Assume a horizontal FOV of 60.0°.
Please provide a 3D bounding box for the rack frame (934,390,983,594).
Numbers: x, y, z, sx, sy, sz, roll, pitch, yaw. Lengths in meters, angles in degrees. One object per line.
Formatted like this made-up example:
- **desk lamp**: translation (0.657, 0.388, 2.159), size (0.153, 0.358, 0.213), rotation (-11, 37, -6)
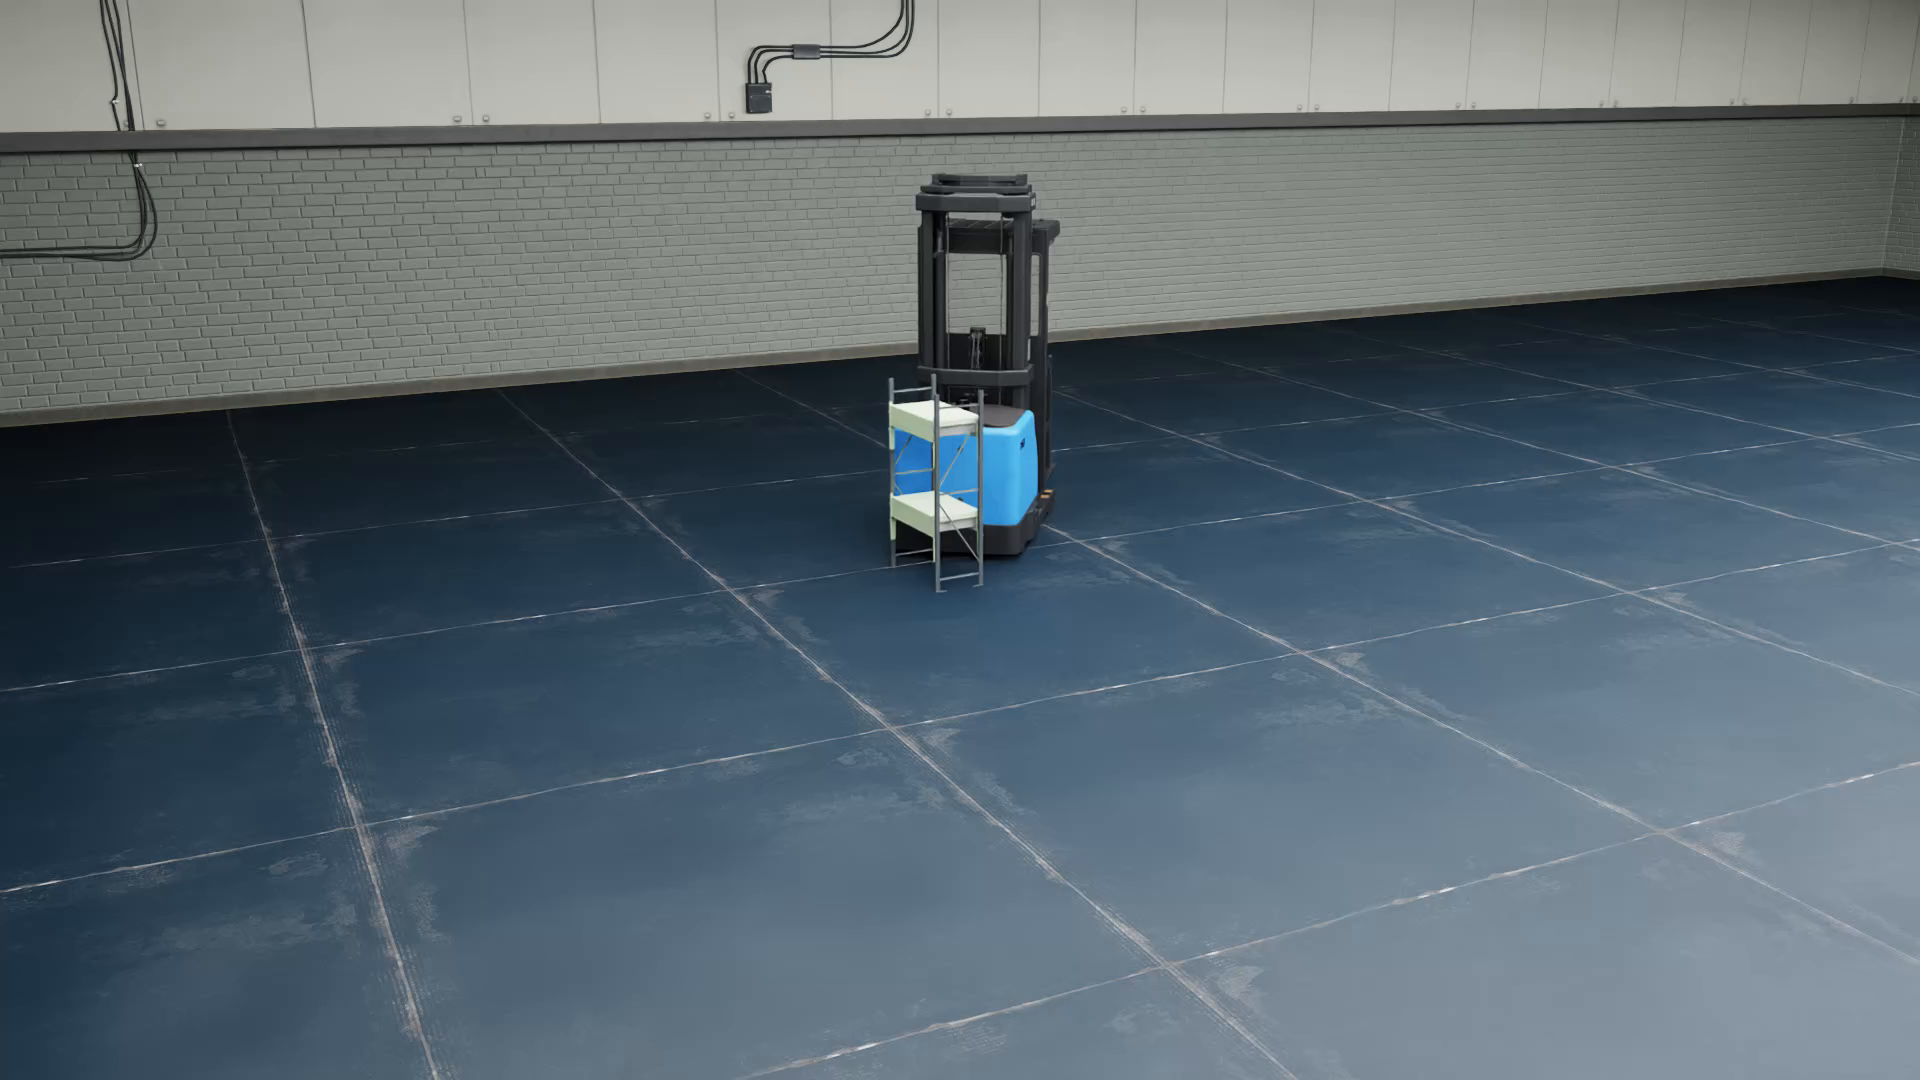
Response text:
- **rack frame**: translation (-0.009, -0.348, 12.246), size (0.400, 1.500, 0.023), rotation (-9, 18, -28)

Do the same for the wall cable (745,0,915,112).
- **wall cable**: translation (-1.599, -8.344, 20.348), size (2.305, 6.003, 0.169), rotation (-8, 18, -25)

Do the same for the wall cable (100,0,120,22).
- **wall cable**: translation (-7.708, -6.828, 17.704), size (3.097, 2.526, 0.112), rotation (-8, 18, -25)

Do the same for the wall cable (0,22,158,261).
- **wall cable**: translation (-10.140, -4.074, 17.261), size (3.097, 2.526, 0.112), rotation (-8, 18, -25)

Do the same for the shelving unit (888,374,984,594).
- **shelving unit**: translation (-0.186, -0.437, 12.554), size (0.431, 1.500, 0.755), rotation (-9, 18, -28)

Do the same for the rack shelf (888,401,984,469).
- **rack shelf**: translation (-0.186, -0.812, 12.446), size (0.431, 0.370, 0.720), rotation (-9, 18, -28)

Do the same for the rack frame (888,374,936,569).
- **rack frame**: translation (-0.363, -0.525, 12.862), size (0.400, 1.500, 0.023), rotation (-9, 18, -28)

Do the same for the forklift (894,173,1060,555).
- **forklift**: translation (0.239, -1.653, 14.196), size (1.130, 2.935, 3.031), rotation (3, 16, 11)

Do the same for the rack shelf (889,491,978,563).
- **rack shelf**: translation (-0.186, -0.123, 12.644), size (0.431, 0.370, 0.720), rotation (-9, 18, -28)
